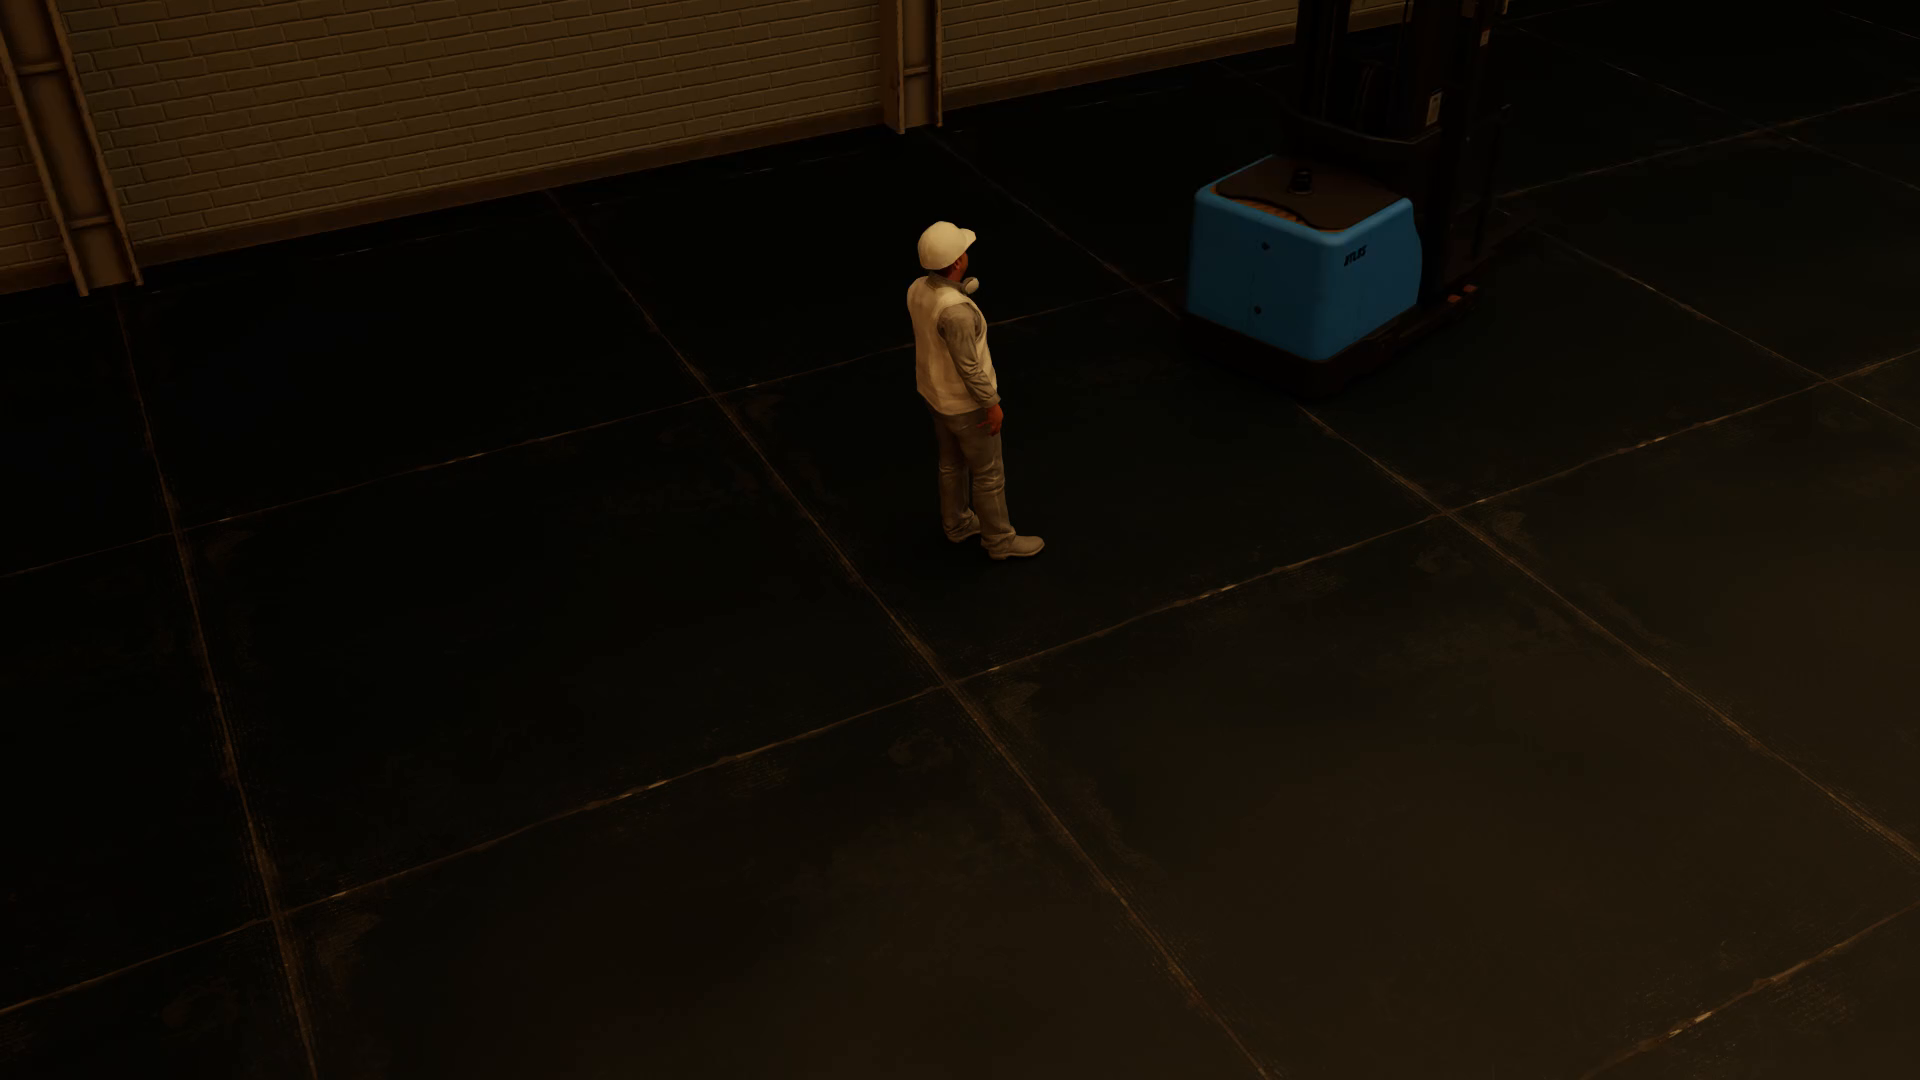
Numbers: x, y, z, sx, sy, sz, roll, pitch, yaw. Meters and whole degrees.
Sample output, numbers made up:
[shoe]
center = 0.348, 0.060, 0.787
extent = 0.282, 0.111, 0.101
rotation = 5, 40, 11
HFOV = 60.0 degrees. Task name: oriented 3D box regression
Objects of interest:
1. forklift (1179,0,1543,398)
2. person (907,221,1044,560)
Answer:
[forklift]
center = 2.736, -2.782, 10.058
extent = 1.130, 2.935, 3.031
rotation = 29, 44, 34
[person]
center = 0.059, -0.744, 8.165
extent = 0.566, 1.775, 0.633
rotation = -17, 39, -23
